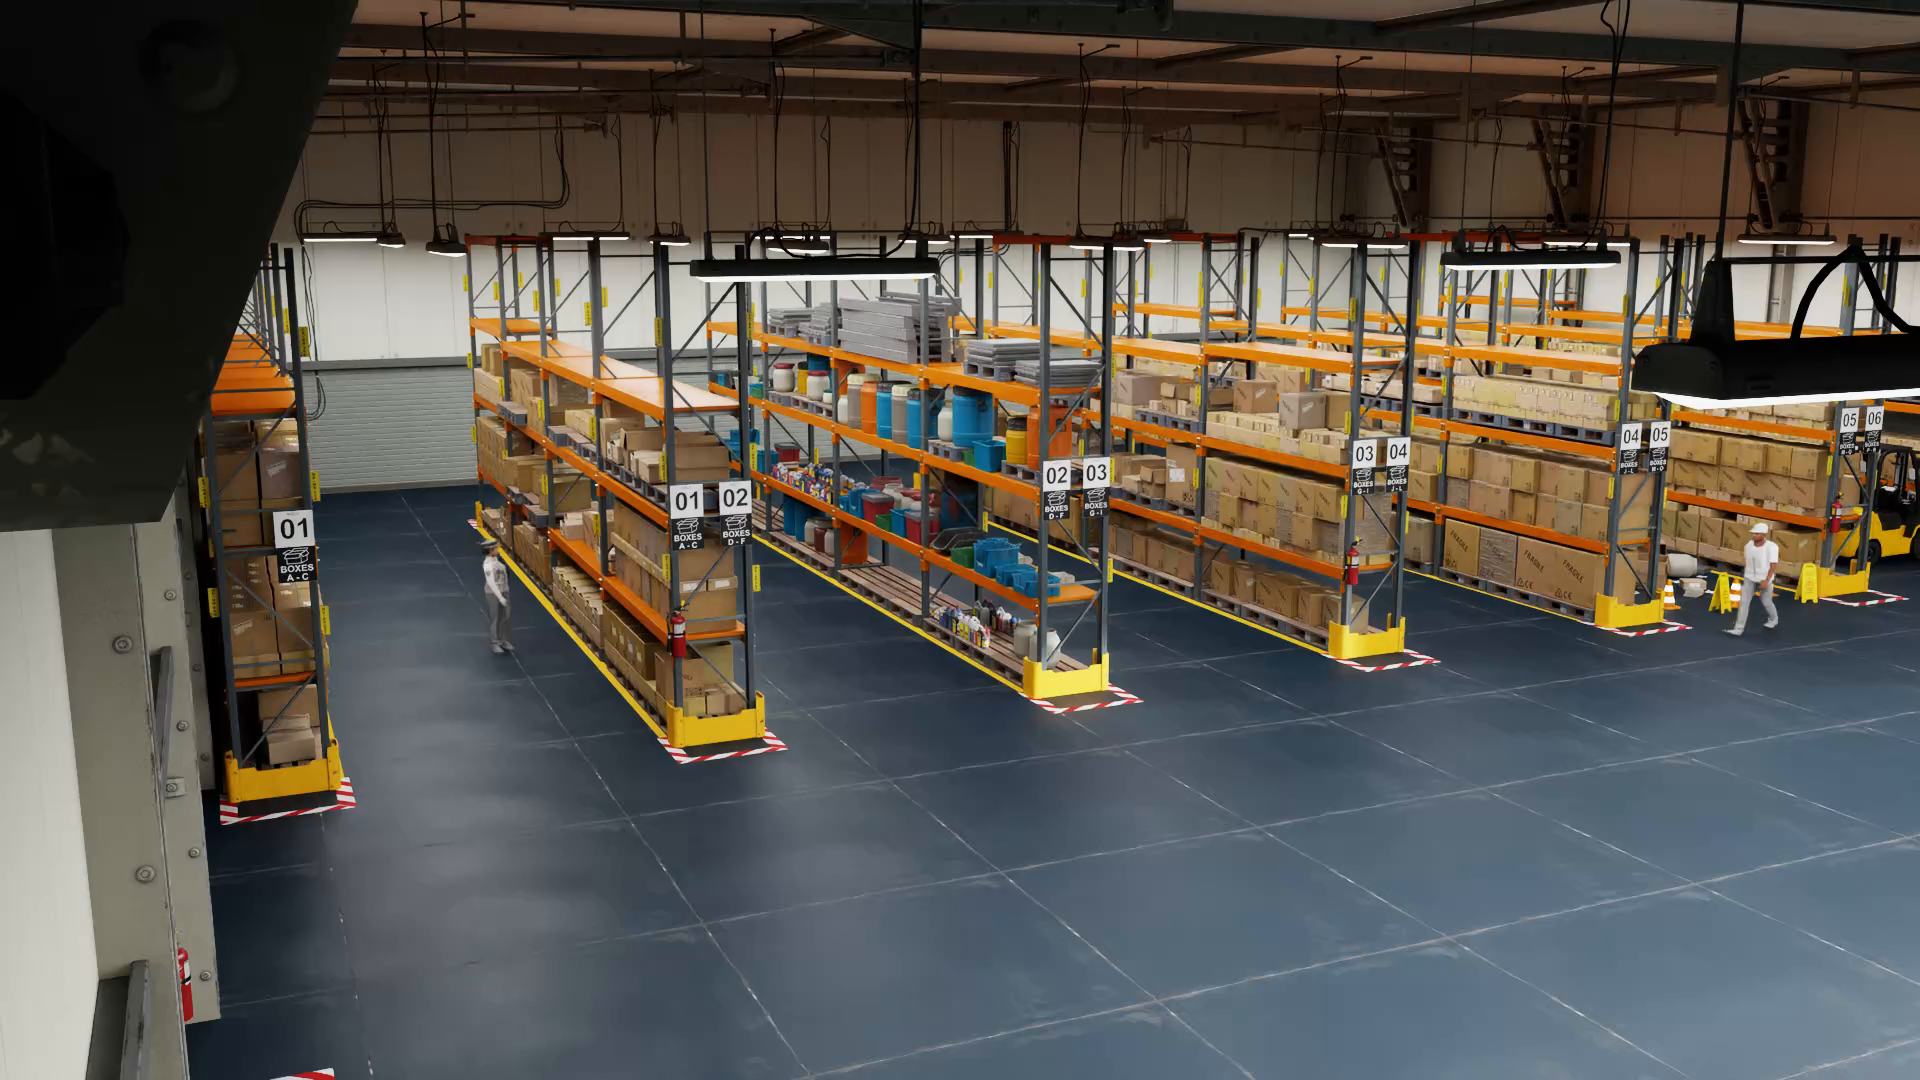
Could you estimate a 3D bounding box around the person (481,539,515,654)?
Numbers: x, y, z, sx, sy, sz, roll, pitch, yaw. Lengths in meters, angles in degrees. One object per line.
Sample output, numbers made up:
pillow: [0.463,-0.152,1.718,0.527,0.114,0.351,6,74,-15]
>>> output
person: [-6.802,0.840,24.512,0.532,1.716,0.514,6,13,29]

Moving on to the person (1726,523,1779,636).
person: [12.243,0.600,25.520,1.037,1.735,0.546,-10,15,-43]
